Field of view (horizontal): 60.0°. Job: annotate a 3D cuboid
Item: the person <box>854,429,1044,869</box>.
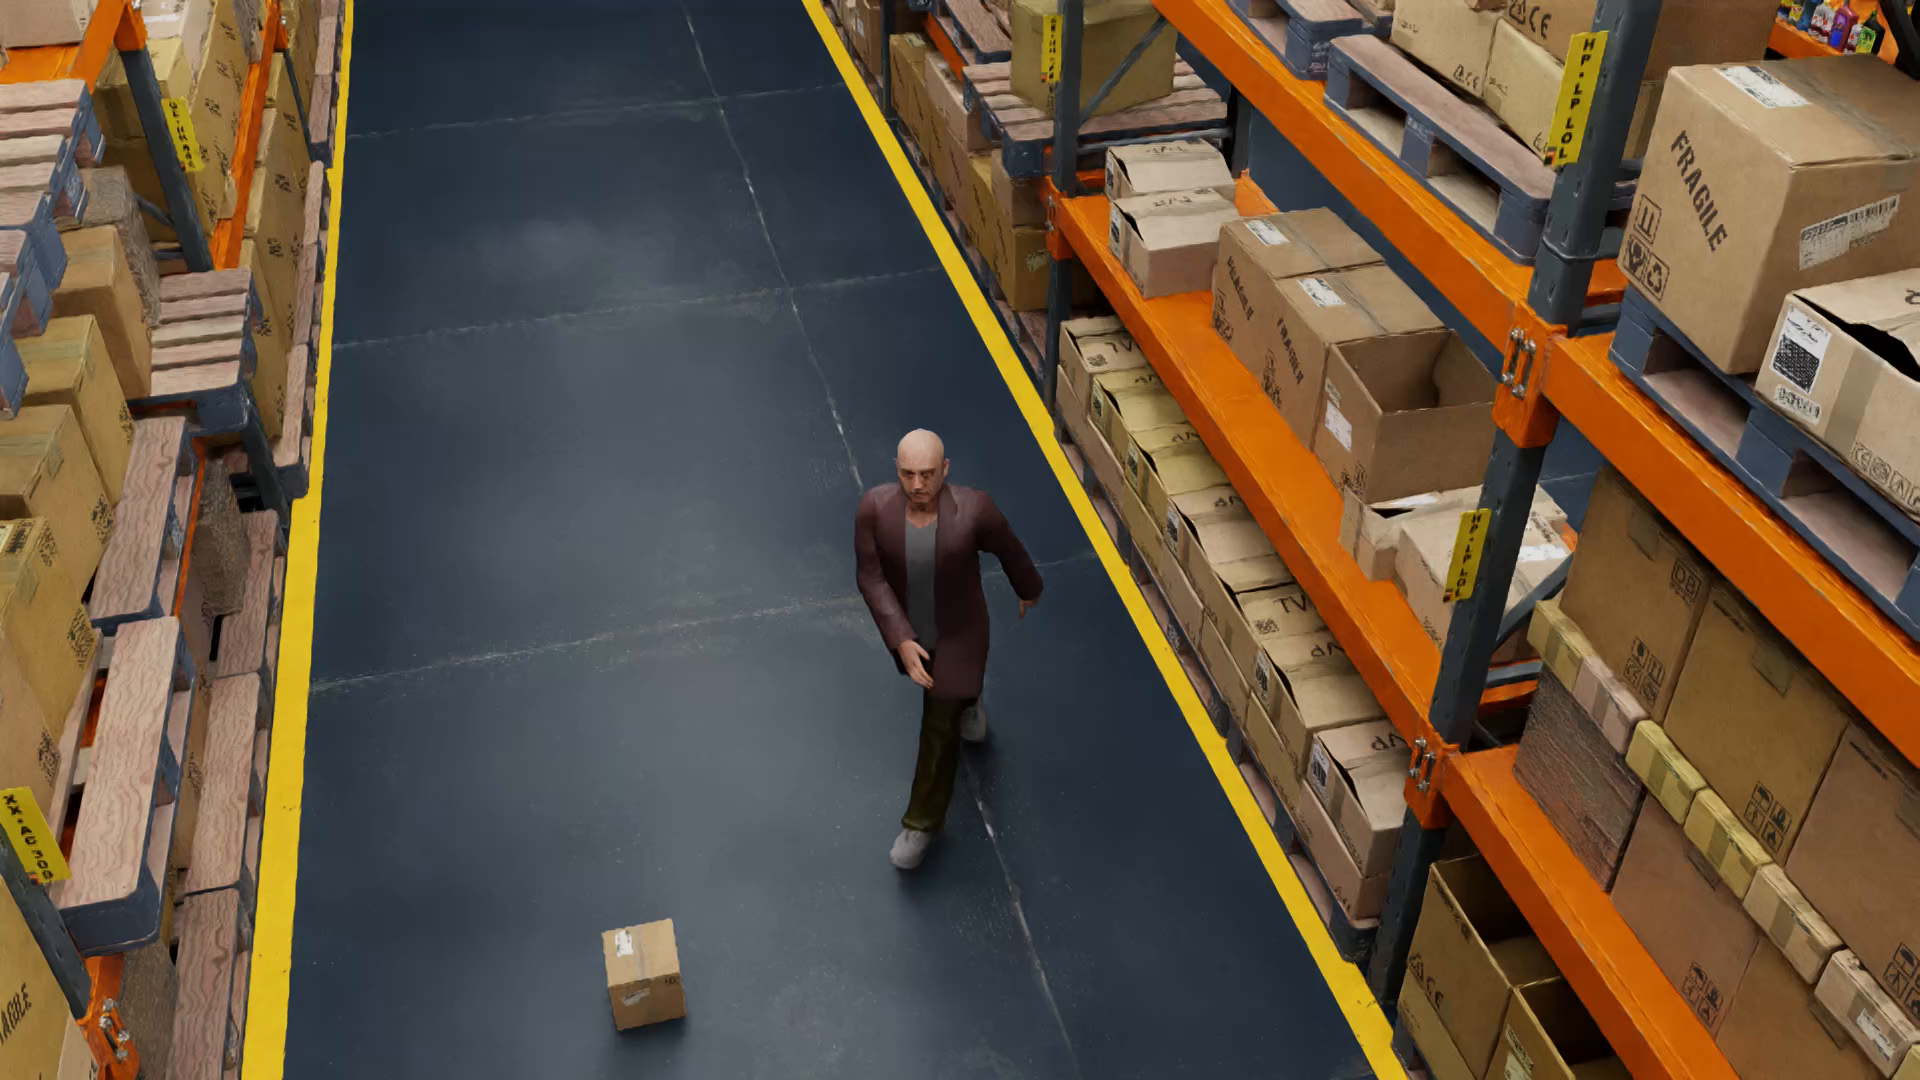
[{"bbox_3d":[-0.064,0.330,6.312,0.657,1.725,1.131,10,39,12],"label":"person"}]
